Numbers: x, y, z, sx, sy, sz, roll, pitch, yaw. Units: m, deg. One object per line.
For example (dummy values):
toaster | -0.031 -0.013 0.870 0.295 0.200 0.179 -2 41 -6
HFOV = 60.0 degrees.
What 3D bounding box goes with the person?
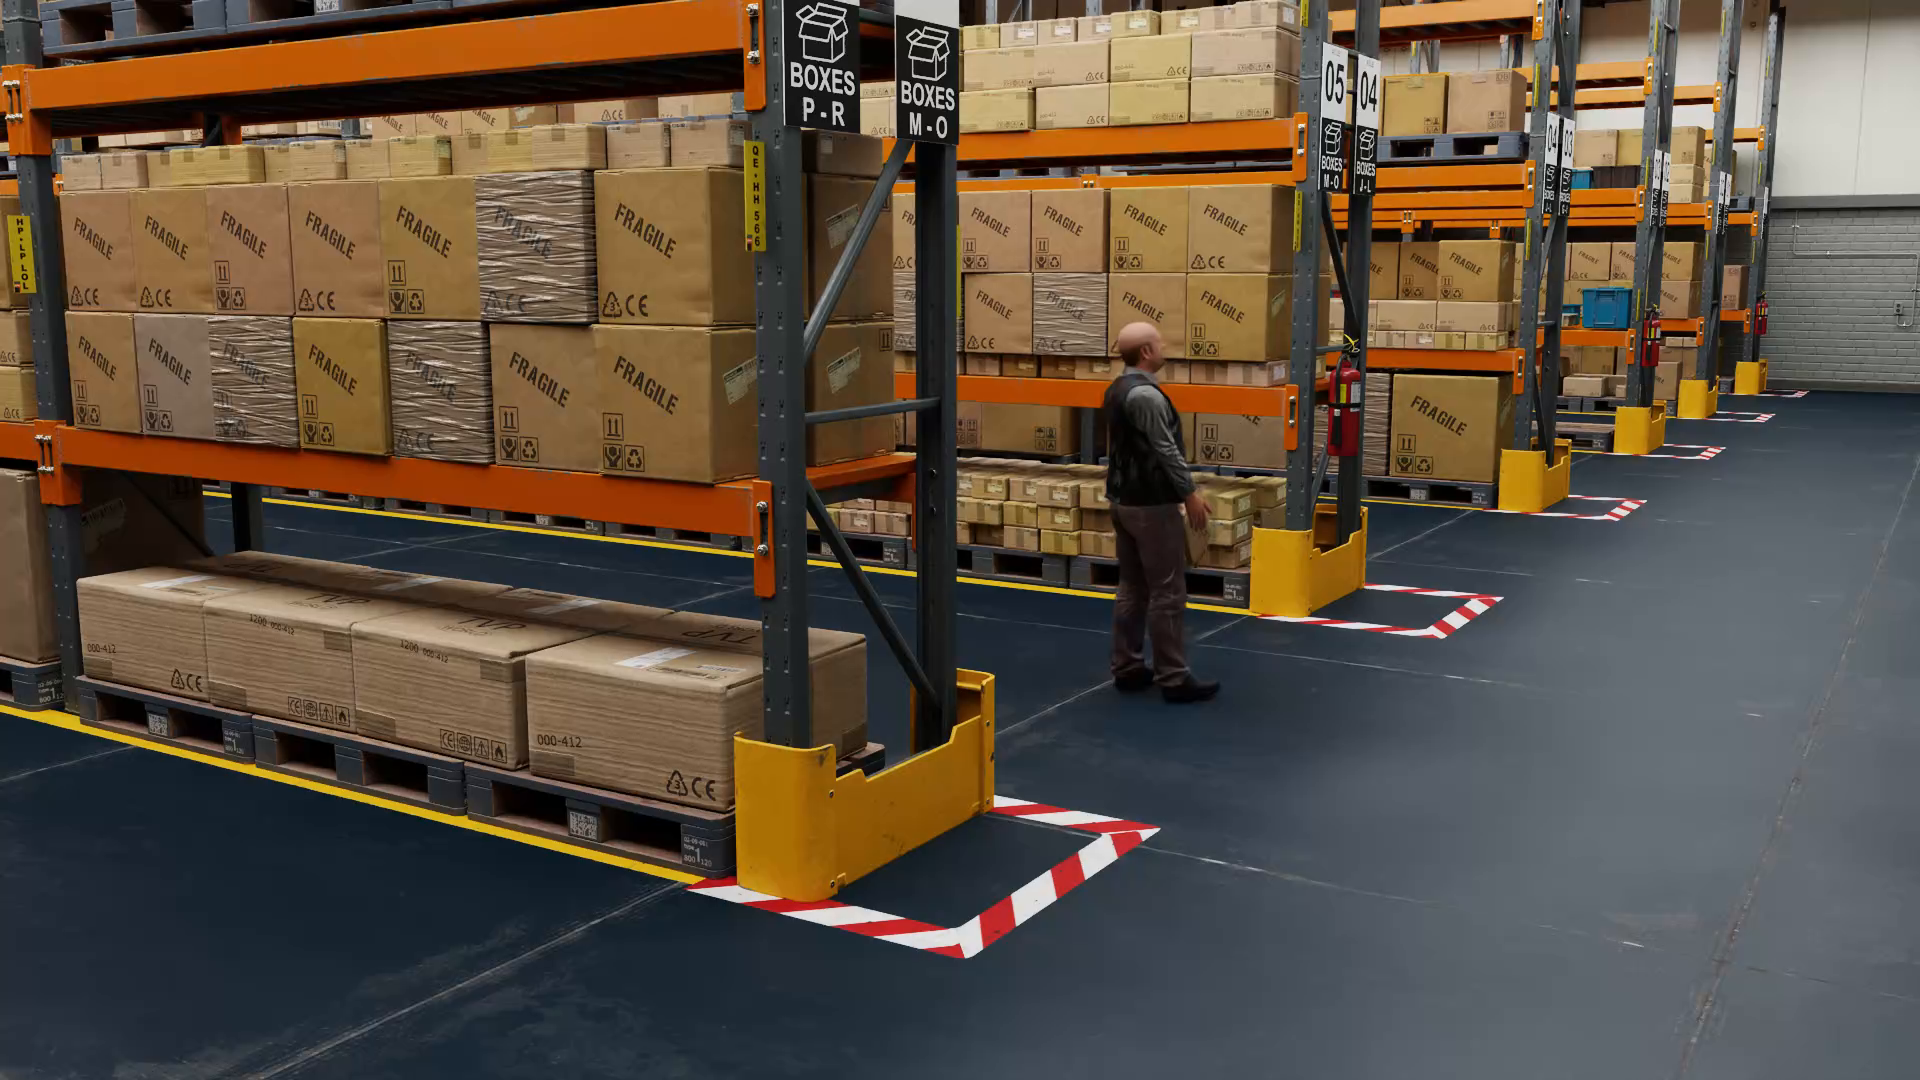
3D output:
person | 0.954 -0.144 7.682 0.549 1.723 0.613 4 10 21
